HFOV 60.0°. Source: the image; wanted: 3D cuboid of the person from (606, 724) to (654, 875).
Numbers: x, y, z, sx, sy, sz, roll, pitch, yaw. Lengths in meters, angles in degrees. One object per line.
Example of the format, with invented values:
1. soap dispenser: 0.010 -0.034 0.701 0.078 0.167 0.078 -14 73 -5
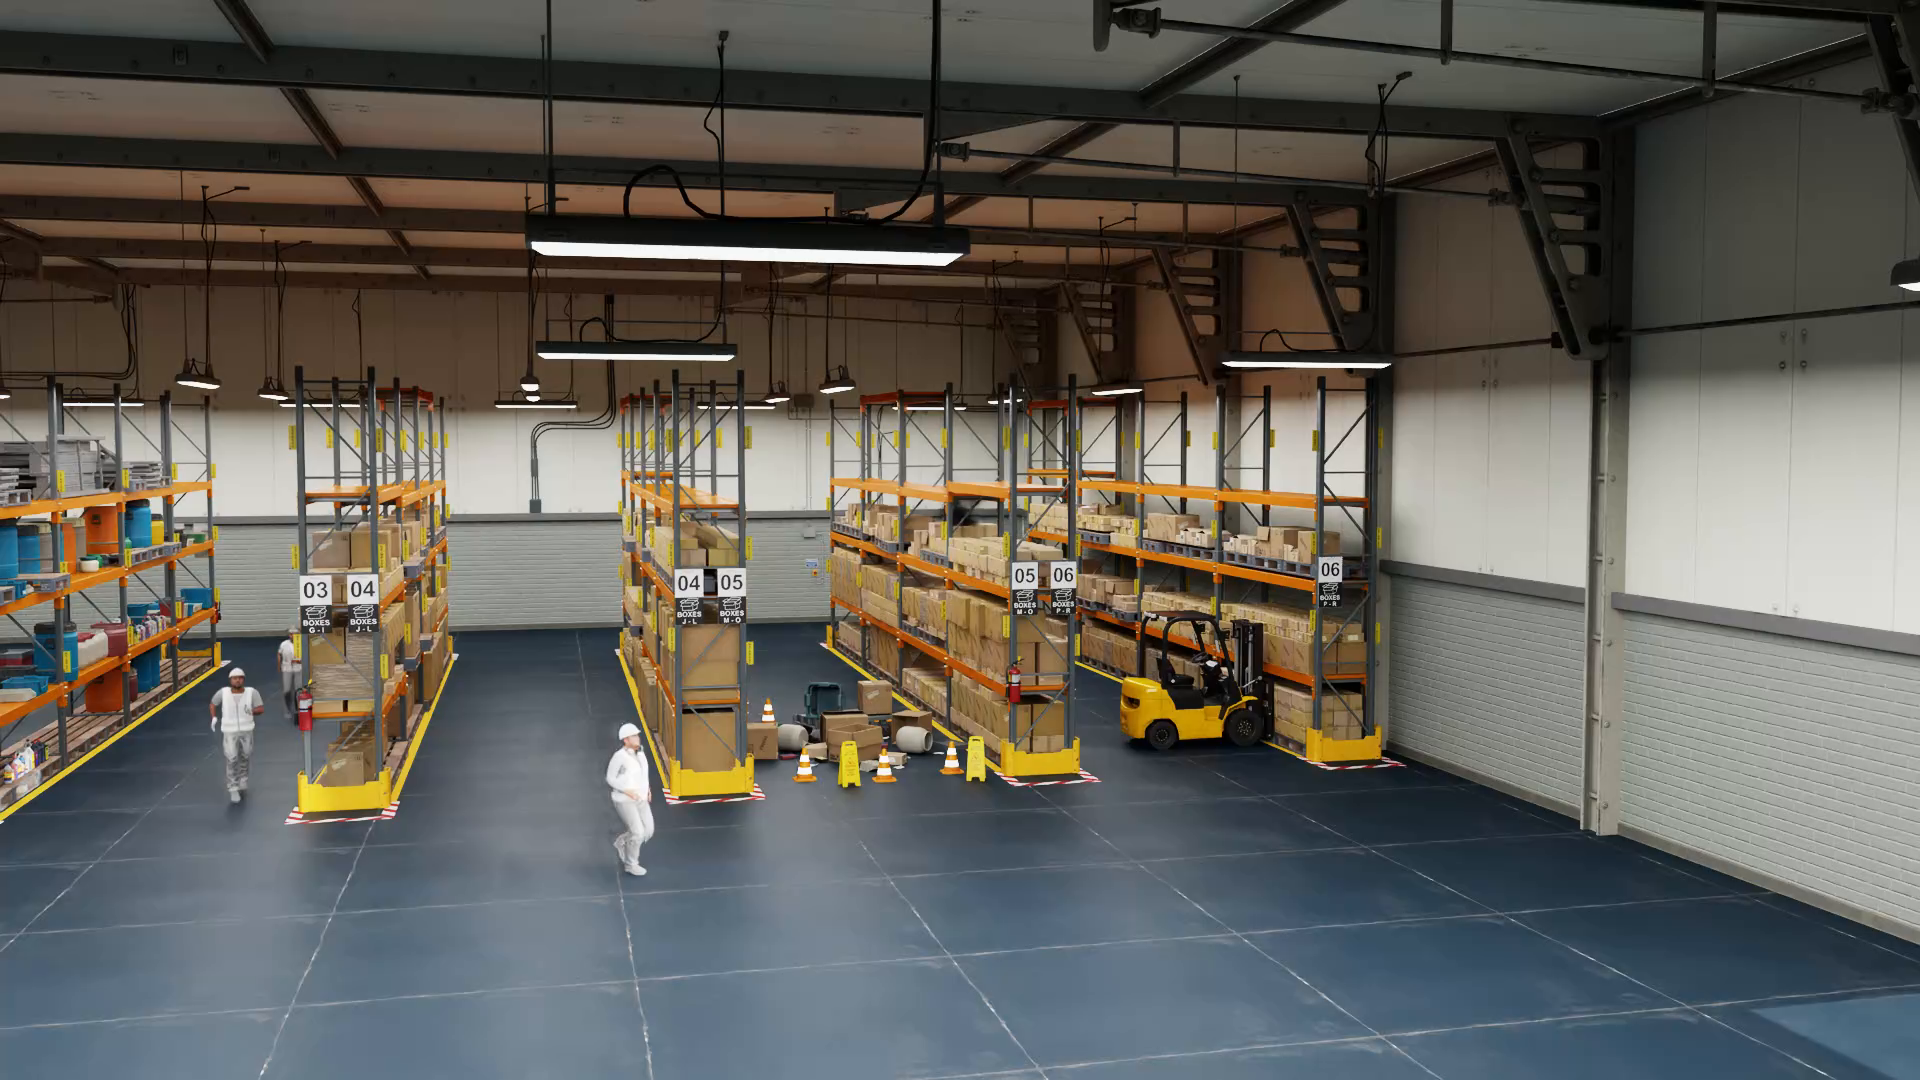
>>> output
1. person: -3.837 2.989 19.230 0.580 1.740 0.667 2 4 26

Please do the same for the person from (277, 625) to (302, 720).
1. person: -11.977 2.377 29.850 0.548 1.699 0.684 -1 4 -17

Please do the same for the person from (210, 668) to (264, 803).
1. person: -10.118 2.700 23.304 0.671 1.819 0.897 -2 4 -30
